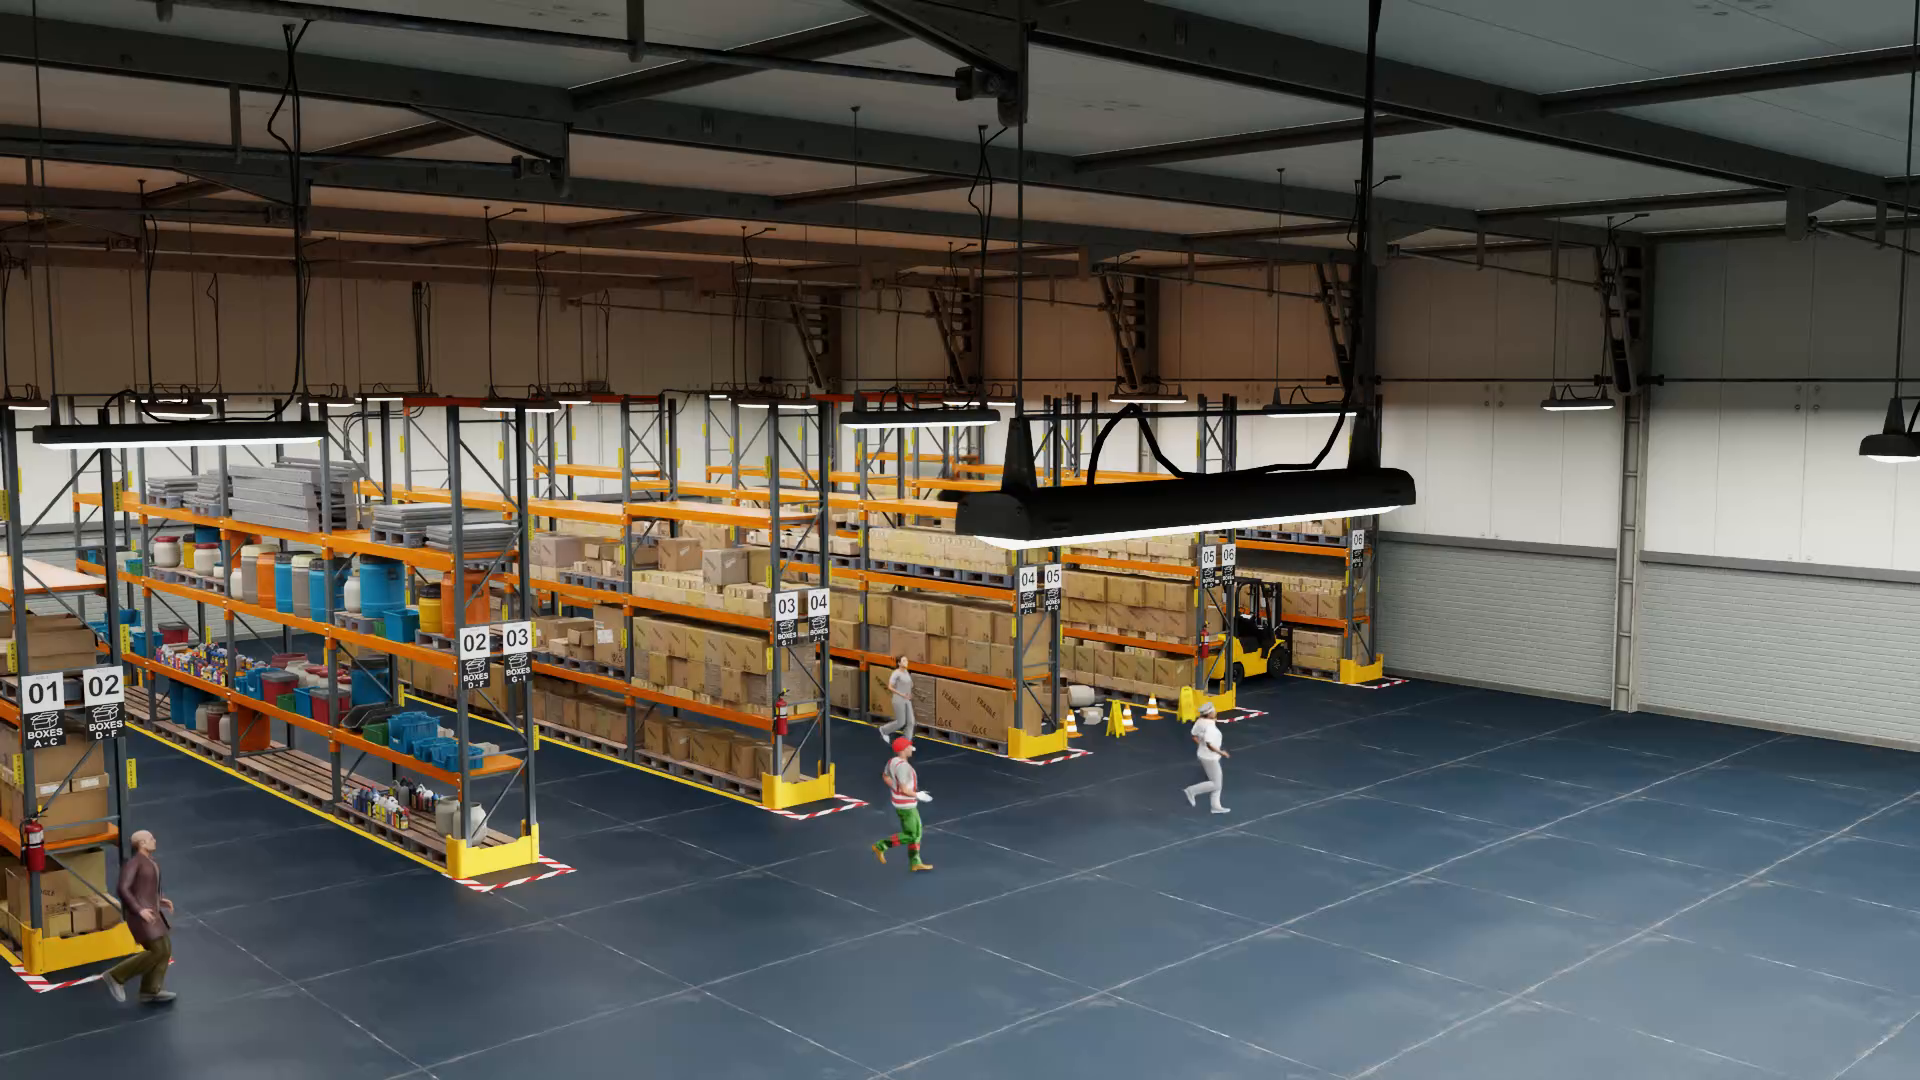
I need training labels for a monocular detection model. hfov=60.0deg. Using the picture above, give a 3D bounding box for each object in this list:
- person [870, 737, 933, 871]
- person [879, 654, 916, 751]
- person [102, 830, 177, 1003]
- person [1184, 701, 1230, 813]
[{"bbox_3d":[-0.755,3.396,21.335,0.823,1.759,0.666,-1,6,-15],"label":"person"},{"bbox_3d":[-1.037,2.760,28.450,0.752,1.643,0.563,4,7,34],"label":"person"},{"bbox_3d":[-8.379,3.831,17.025,0.671,1.720,0.760,-1,6,-14],"label":"person"},{"bbox_3d":[3.589,3.167,24.198,0.726,1.664,0.577,-1,6,-13],"label":"person"}]
